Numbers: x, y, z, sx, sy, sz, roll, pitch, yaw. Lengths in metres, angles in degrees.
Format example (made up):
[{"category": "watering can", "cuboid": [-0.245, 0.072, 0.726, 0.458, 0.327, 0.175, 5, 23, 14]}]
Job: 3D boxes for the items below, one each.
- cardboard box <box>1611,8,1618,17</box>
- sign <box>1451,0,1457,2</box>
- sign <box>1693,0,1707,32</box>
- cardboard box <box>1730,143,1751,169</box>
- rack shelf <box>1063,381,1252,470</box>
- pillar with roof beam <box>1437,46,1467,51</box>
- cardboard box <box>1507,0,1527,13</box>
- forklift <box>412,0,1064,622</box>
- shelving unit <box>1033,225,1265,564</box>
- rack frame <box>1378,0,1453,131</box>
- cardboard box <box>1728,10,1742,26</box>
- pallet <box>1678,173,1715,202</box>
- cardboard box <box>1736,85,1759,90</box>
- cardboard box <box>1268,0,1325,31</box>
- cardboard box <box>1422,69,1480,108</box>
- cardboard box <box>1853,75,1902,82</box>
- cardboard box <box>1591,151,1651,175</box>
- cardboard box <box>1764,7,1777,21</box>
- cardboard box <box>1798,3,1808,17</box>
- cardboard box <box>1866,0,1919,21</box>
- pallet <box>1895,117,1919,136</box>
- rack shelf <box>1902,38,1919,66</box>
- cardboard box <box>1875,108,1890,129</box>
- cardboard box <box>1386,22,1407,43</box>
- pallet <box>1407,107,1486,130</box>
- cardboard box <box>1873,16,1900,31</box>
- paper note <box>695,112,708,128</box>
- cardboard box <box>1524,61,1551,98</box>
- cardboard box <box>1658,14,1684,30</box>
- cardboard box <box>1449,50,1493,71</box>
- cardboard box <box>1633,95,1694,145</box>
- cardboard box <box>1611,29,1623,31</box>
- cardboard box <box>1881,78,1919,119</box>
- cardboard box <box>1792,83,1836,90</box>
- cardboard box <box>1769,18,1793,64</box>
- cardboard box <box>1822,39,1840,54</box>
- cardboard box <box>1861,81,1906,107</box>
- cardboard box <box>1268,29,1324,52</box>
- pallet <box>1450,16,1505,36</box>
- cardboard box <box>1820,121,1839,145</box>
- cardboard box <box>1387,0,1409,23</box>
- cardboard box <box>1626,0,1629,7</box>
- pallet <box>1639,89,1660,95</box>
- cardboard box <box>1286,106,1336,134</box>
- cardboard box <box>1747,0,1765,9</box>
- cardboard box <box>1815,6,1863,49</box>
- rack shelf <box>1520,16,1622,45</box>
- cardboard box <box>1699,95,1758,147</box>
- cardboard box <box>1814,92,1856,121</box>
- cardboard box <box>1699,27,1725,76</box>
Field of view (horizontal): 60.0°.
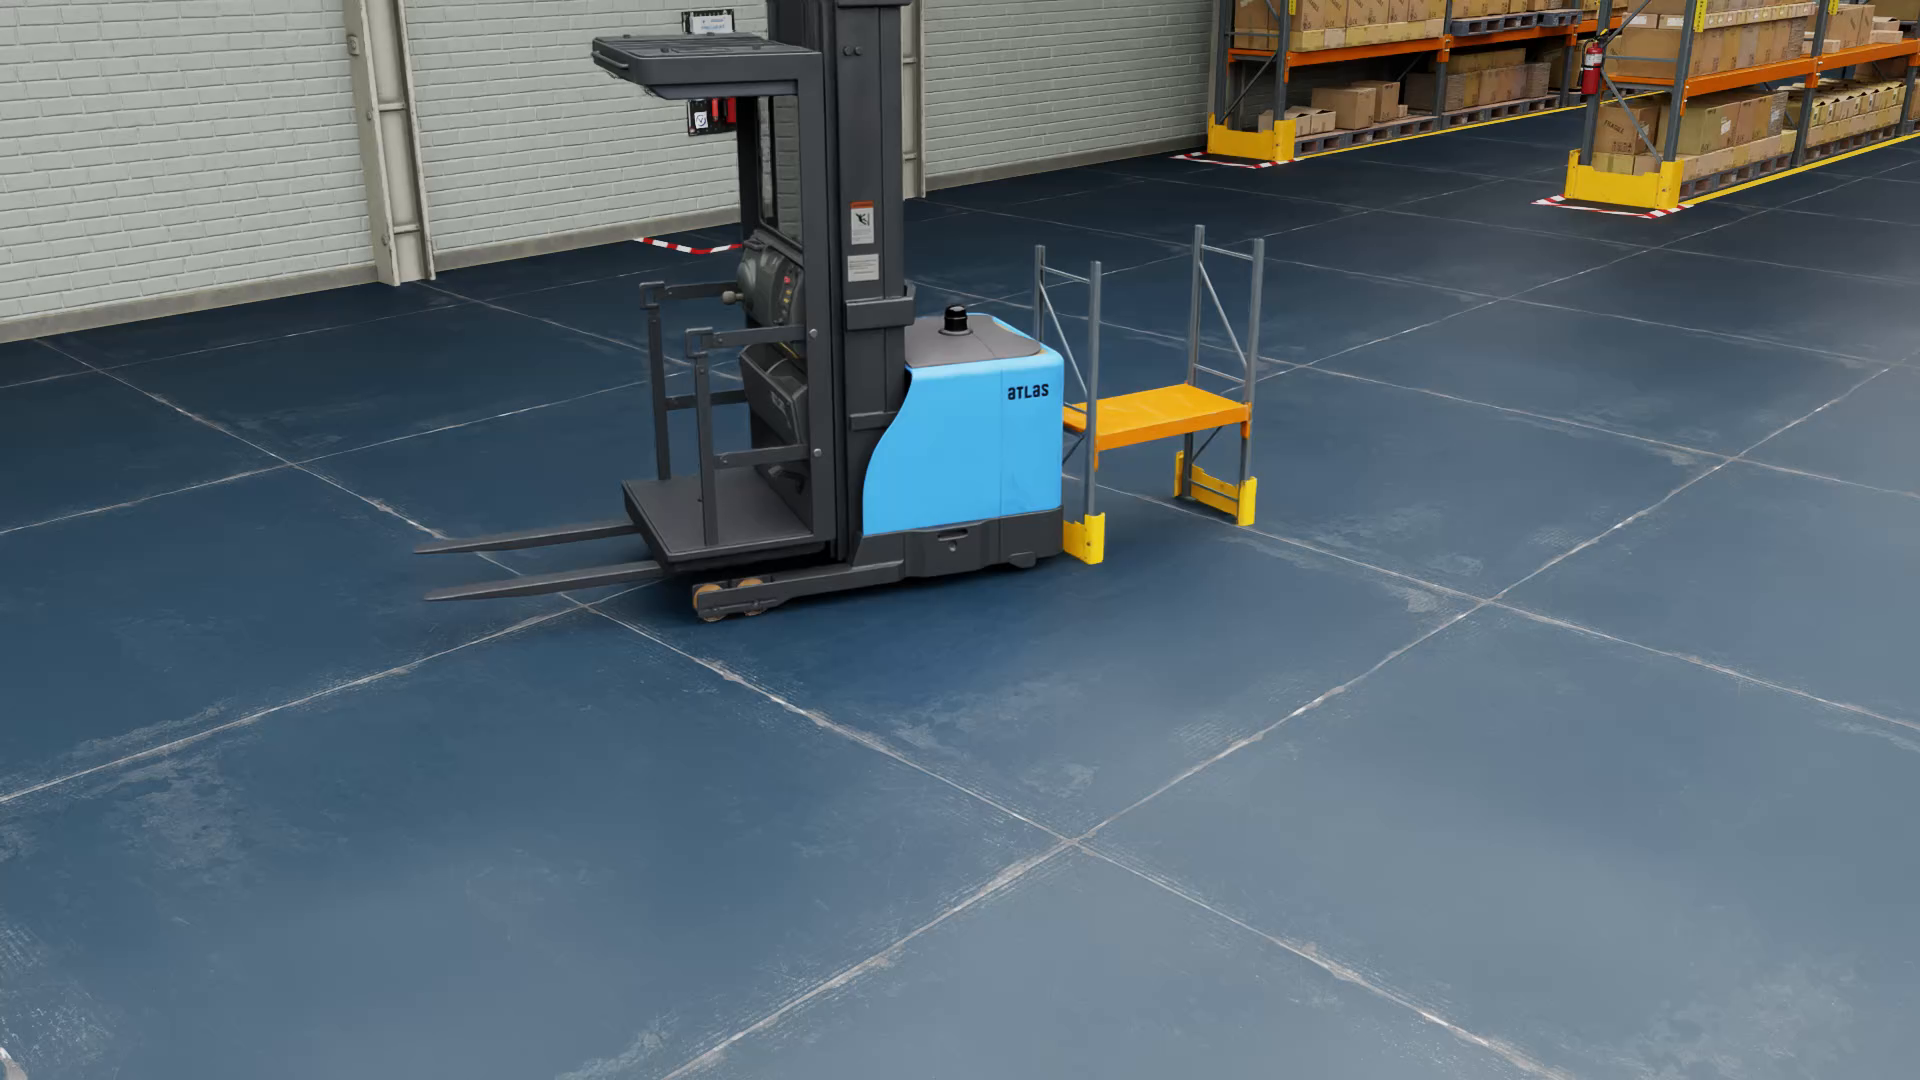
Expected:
[{"category": "cardboard box", "cuboid": [10.546, -8.663, 27.255, 0.250, 0.149, 0.380, -20, 28, -41]}, {"category": "sign", "cuboid": [6.876, -7.649, 23.087, 0.100, 0.325, 0.005, 19, 28, 41]}, {"category": "sign", "cuboid": [7.637, -5.412, 17.157, 0.100, 0.325, 0.005, 19, 28, 41]}, {"category": "cardboard box", "cuboid": [8.825, -4.491, 19.326, 0.500, 0.250, 0.500, 19, 28, 41]}, {"category": "rack shelf", "cuboid": [0.942, -0.600, 8.546, 1.000, 0.185, 0.538, -13, 25, -30]}, {"category": "pillar with roof beam", "cuboid": [10.830, -10.012, 22.080, 9.100, 9.000, 0.400, 19, 28, 41]}, {"category": "cardboard box", "cuboid": [8.099, -8.210, 25.000, 0.700, 0.500, 0.500, 19, 28, 41]}, {"category": "forklift", "cuboid": [-1.059, -1.210, 7.637, 3.031, 2.935, 1.130, -8, 22, -20]}, {"category": "shelving unit", "cuboid": [0.950, -0.770, 8.486, 1.083, 1.500, 0.587, -13, 25, -30]}, {"category": "rack frame", "cuboid": [6.482, -7.378, 23.590, 1.000, 3.000, 0.127, 19, 28, 41]}, {"category": "cardboard box", "cuboid": [8.391, -5.774, 18.371, 0.380, 0.149, 0.250, 18, 27, 39]}, {"category": "pallet", "cuboid": [7.747, -4.017, 18.731, 1.003, 0.211, 1.213, 19, 28, 41]}, {"category": "cardboard box", "cuboid": [9.486, -5.361, 20.544, 0.500, 0.500, 0.500, 19, 28, 41]}, {"category": "cardboard box", "cuboid": [4.240, -6.687, 20.928, 0.500, 0.500, 0.500, 19, 28, 41]}, {"category": "cardboard box", "cuboid": [7.308, -6.756, 24.841, 0.700, 0.500, 0.500, 19, 28, 40]}, {"category": "cardboard box", "cuboid": [13.309, -6.506, 24.190, 0.500, 0.500, 0.500, -19, 28, -40]}, {"category": "cardboard box", "cuboid": [7.406, -4.236, 18.661, 0.500, 0.250, 0.500, 19, 28, 41]}, {"category": "cardboard box", "cuboid": [9.111, -6.040, 19.063, 0.250, 0.149, 0.380, -19, 28, -41]}, {"category": "cardboard box", "cuboid": [9.824, -6.303, 19.748, 0.380, 0.149, 0.250, 19, 28, 40]}, {"category": "cardboard box", "cuboid": [13.183, -7.601, 23.444, 0.700, 0.500, 0.500, 9, 23, 23]}, {"category": "pallet", "cuboid": [13.372, -6.049, 24.017, 1.003, 0.211, 1.213, 19, 28, 41]}, {"category": "rack shelf", "cuboid": [14.220, -7.346, 24.509, 1.077, 0.370, 4.000, 19, 28, 41]}, {"category": "cardboard box", "cuboid": [12.275, -5.751, 22.603, 0.500, 0.250, 0.500, 19, 28, 40]}, {"category": "cardboard box", "cuboid": [5.676, -6.861, 22.425, 0.500, 0.250, 0.500, 19, 28, 40]}, {"category": "pallet", "cuboid": [7.024, -6.277, 24.612, 1.003, 0.211, 1.213, 19, 28, 41]}, {"category": "cardboard box", "cuboid": [12.539, -7.044, 22.844, 0.500, 0.311, 0.500, -18, 27, -39]}, {"category": "paper note", "cuboid": [-2.550, -4.139, 16.391, 0.016, 0.148, 0.142, 19, 28, 41]}, {"category": "cardboard box", "cuboid": [8.808, -7.247, 26.120, 0.500, 0.500, 0.700, -20, 29, -41]}, {"category": "cardboard box", "cuboid": [7.672, -5.508, 17.680, 0.380, 0.149, 0.250, 19, 28, 40]}, {"category": "cardboard box", "cuboid": [7.649, -7.209, 24.976, 0.500, 0.250, 0.500, 18, 28, 39]}, {"category": "cardboard box", "cuboid": [8.091, -4.847, 19.206, 0.500, 0.500, 0.500, 19, 28, 41]}, {"category": "cardboard box", "cuboid": [11.703, -8.428, 28.732, 0.750, 0.750, 0.750, 20, 28, 41]}, {"category": "cardboard box", "cuboid": [13.347, -6.252, 23.530, 0.500, 0.500, 0.500, -19, 28, -40]}, {"category": "cardboard box", "cuboid": [11.531, -6.013, 22.504, 0.500, 0.311, 0.500, 18, 28, 39]}, {"category": "cardboard box", "cuboid": [9.366, -5.933, 19.691, 0.700, 0.500, 0.500, 19, 28, 40]}, {"category": "cardboard box", "cuboid": [10.799, -6.199, 20.872, 0.380, 0.149, 0.250, 19, 28, 41]}, {"category": "cardboard box", "cuboid": [12.635, -6.146, 22.849, 0.500, 0.311, 0.500, -19, 28, -41]}, {"category": "cardboard box", "cuboid": [4.260, -6.336, 21.058, 0.500, 0.250, 0.500, 18, 28, 39]}, {"category": "pallet", "cuboid": [7.119, -7.449, 24.041, 1.003, 0.211, 1.213, 19, 28, 41]}, {"category": "cardboard box", "cuboid": [10.850, -5.225, 21.235, 0.500, 0.250, 0.500, -19, 28, -41]}, {"category": "cardboard box", "cuboid": [5.671, -7.212, 22.294, 0.500, 0.500, 0.500, 18, 28, 39]}, {"category": "cardboard box", "cuboid": [10.871, -9.058, 27.378, 0.500, 0.500, 0.500, -19, 28, -41]}, {"category": "pallet", "cuboid": [11.579, -7.916, 28.876, 1.003, 0.211, 1.213, 19, 28, 41]}, {"category": "cardboard box", "cuboid": [4.637, -5.602, 22.104, 0.500, 0.311, 0.500, -17, 27, -38]}, {"category": "cardboard box", "cuboid": [8.679, -6.289, 18.809, 0.700, 0.500, 0.500, 19, 28, 41]}, {"category": "cardboard box", "cuboid": [11.298, -6.644, 21.540, 0.500, 0.500, 0.500, 19, 28, 41]}, {"category": "rack shelf", "cuboid": [10.668, -8.585, 27.732, 1.077, 0.370, 4.000, 19, 28, 41]}, {"category": "cardboard box", "cuboid": [8.825, -4.841, 19.191, 0.500, 0.500, 0.500, 19, 28, 41]}, {"category": "cardboard box", "cuboid": [11.214, -5.619, 21.477, 0.500, 0.311, 0.500, 18, 27, 39]}, {"category": "cardboard box", "cuboid": [7.941, -5.411, 18.332, 0.500, 0.500, 0.700, -19, 28, -41]}]
